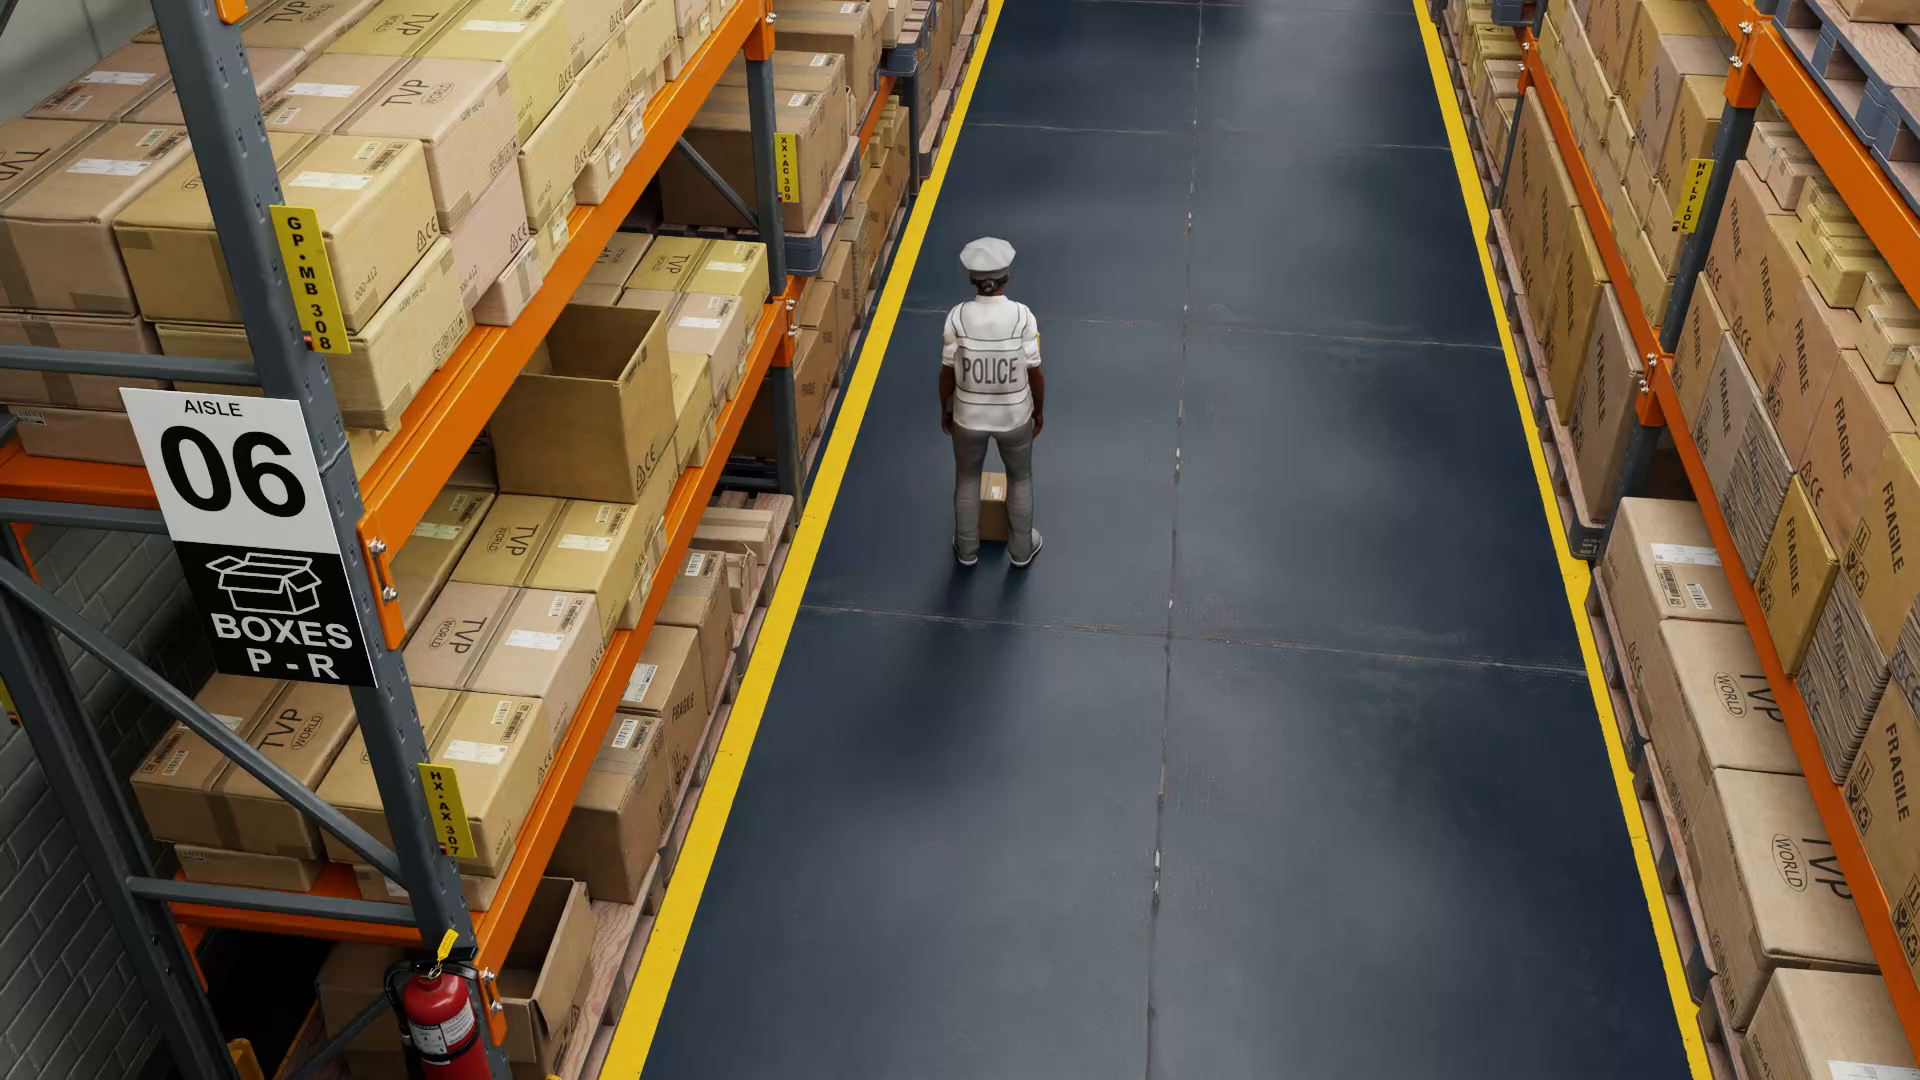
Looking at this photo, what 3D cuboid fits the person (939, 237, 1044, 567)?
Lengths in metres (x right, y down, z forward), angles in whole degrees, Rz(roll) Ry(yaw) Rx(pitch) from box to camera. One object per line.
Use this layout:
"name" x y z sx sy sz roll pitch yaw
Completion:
"person" 0.156 -0.595 7.848 0.509 1.657 0.391 2 36 2
